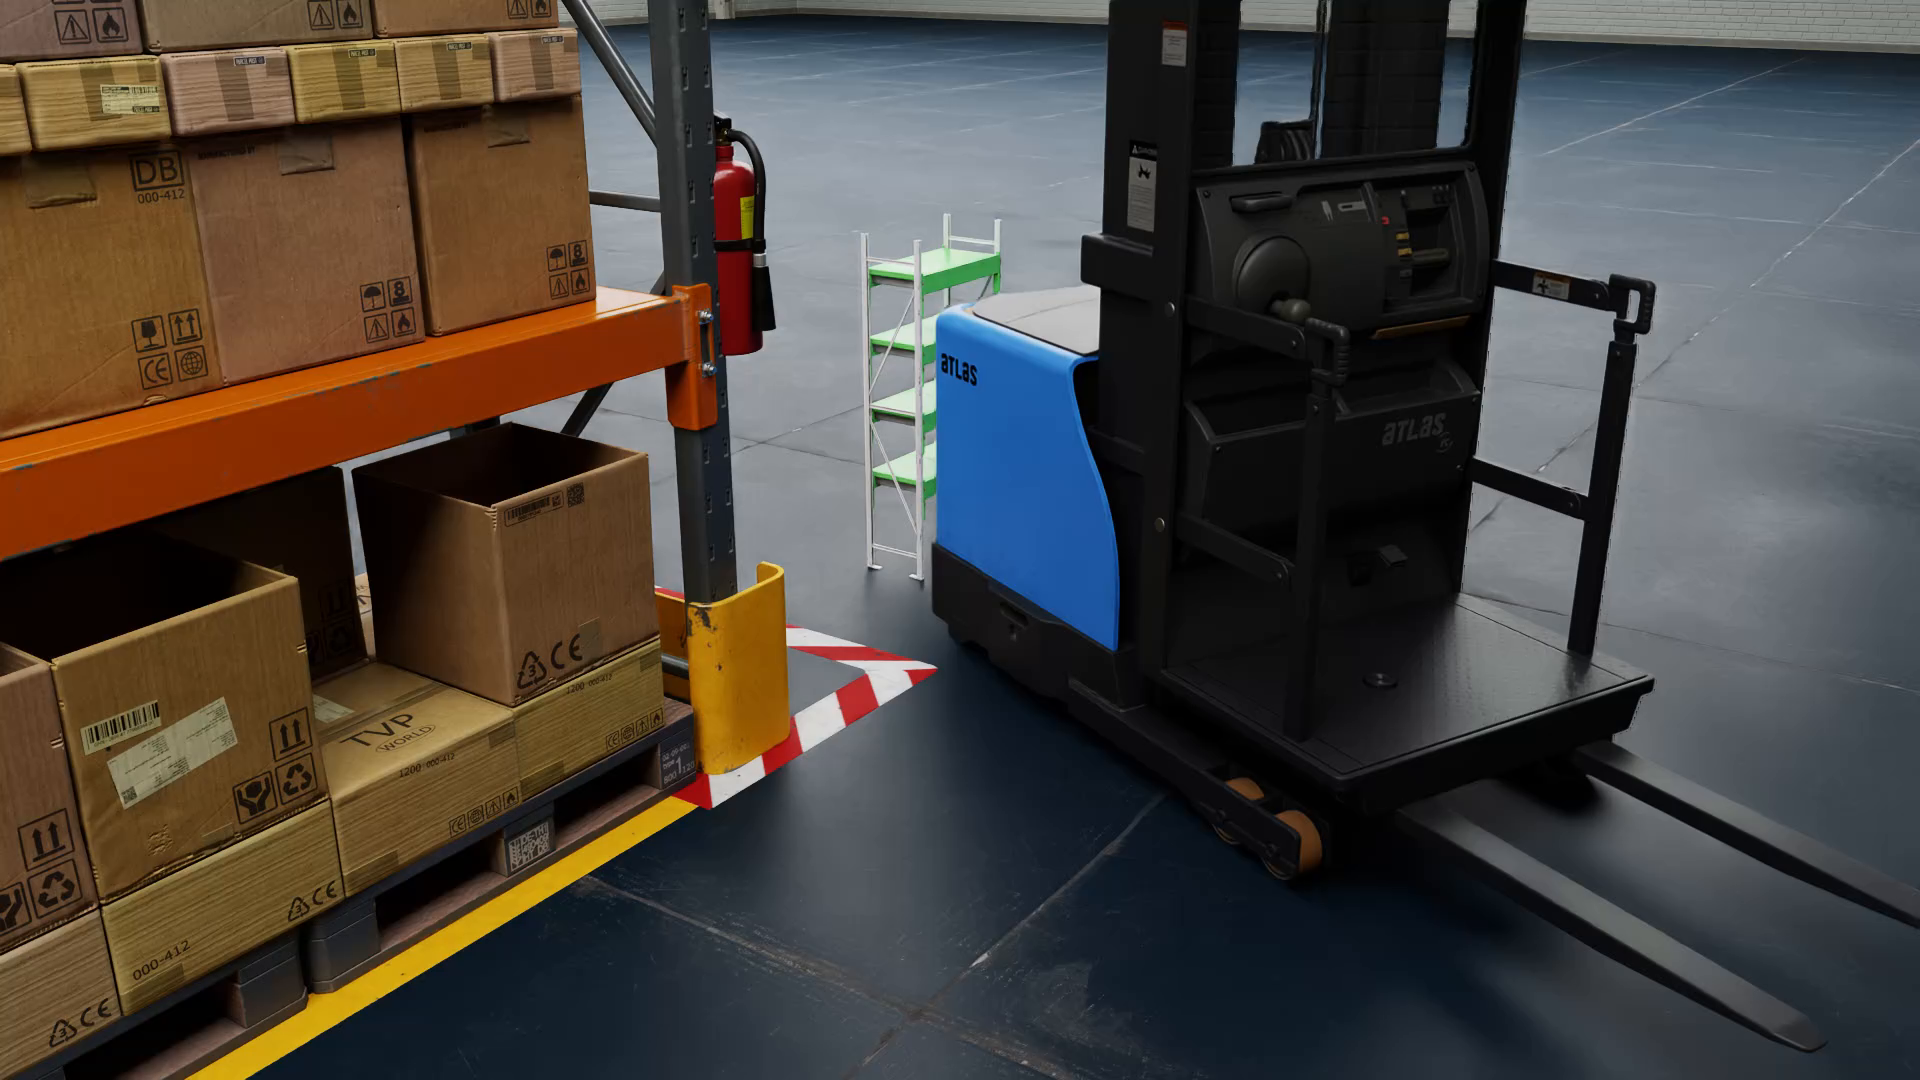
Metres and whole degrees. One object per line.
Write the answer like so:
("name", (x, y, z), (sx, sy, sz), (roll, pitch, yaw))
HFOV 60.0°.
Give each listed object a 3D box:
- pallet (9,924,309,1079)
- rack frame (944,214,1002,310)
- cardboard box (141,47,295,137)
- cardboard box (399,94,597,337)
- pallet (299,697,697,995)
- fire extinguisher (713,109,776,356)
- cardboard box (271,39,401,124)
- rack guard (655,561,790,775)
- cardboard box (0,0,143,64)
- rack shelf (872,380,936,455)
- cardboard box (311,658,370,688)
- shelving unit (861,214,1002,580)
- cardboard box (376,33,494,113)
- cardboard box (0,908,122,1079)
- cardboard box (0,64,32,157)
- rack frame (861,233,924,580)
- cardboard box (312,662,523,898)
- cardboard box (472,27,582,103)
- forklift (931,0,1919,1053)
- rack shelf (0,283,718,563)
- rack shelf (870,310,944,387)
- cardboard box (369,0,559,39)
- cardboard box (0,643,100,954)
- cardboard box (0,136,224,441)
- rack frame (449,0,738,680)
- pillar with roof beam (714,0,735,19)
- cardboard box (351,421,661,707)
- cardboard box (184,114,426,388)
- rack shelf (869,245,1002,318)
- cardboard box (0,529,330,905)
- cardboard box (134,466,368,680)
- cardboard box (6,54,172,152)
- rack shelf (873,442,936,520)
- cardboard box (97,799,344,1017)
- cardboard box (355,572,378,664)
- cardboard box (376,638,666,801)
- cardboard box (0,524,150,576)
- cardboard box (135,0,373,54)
("pallet", (-2.136, 0.970, 3.337), (1.003, 0.211, 1.213), (13, 24, 32))
("rack frame", (0.044, -0.585, 6.118), (0.240, 1.200, 0.015), (13, 24, 32))
("cardboard box", (-1.544, -0.897, 3.288), (0.380, 0.149, 0.250), (14, 24, 33))
("cardboard box", (-1.327, -0.829, 4.039), (0.700, 0.500, 0.500), (13, 24, 32))
("pallet", (-1.449, 0.622, 4.280), (1.003, 0.211, 1.213), (13, 24, 32))
("fire extinguisher", (-0.603, -0.821, 4.272), (0.296, 0.674, 0.183), (13, 24, 32))
("cardboard box", (-1.401, -0.969, 3.482), (0.380, 0.149, 0.250), (13, 24, 31))
("rack guard", (-1.041, 0.252, 4.864), (1.175, 0.500, 0.348), (13, 24, 32))
("cardboard box", (-1.931, -1.126, 2.970), (0.700, 0.500, 0.500), (13, 24, 32))
("rack shelf", (-0.093, -0.455, 5.951), (0.258, 0.148, 0.480), (13, 24, 32))
("cardboard box", (-1.818, 0.434, 4.127), (0.500, 0.250, 0.500), (13, 24, 32))
("shelving unit", (-0.093, -0.515, 5.928), (0.258, 1.200, 0.503), (13, 24, 32))
("cardboard box", (-1.257, -1.043, 3.681), (0.380, 0.149, 0.250), (14, 24, 33))
("cardboard box", (-1.944, 0.823, 3.074), (0.500, 0.250, 0.500), (13, 24, 32))
("cardboard box", (-1.838, -0.746, 2.879), (0.380, 0.149, 0.250), (14, 25, 33))
("rack frame", (-0.230, -0.445, 5.739), (0.240, 1.200, 0.015), (13, 24, 32))
("cardboard box", (-1.382, 0.536, 3.850), (0.500, 0.250, 0.500), (13, 24, 32))
("cardboard box", (-1.111, -1.118, 3.885), (0.380, 0.149, 0.250), (13, 24, 31))
("forklift", (1.089, -0.733, 4.021), (1.130, 2.935, 3.031), (-12, 23, -28))
("rack shelf", (-2.178, -0.002, 2.985), (1.077, 0.370, 4.000), (13, 24, 32))
("rack shelf", (-0.093, -0.680, 5.867), (0.258, 0.148, 0.480), (13, 24, 32))
("cardboard box", (-1.357, -1.422, 3.772), (0.700, 0.500, 0.500), (13, 24, 32))
("cardboard box", (-1.942, 0.472, 2.942), (0.500, 0.500, 0.500), (13, 24, 32))
("cardboard box", (-1.902, -0.536, 3.247), (0.700, 0.500, 0.500), (13, 24, 32))
("rack frame", (-1.054, -0.914, 4.411), (1.000, 3.000, 0.127), (13, 24, 32))
("pillar with roof beam", (-2.260, -16.304, 37.371), (9.100, 9.000, 0.400), (13, 24, 32))
("cardboard box", (-1.109, 0.039, 4.113), (0.500, 0.500, 0.500), (13, 24, 32))
("cardboard box", (-1.618, -0.678, 3.629), (0.700, 0.500, 0.500), (14, 24, 33))
("rack shelf", (-0.093, -0.906, 5.784), (0.258, 0.148, 0.480), (13, 24, 32))
("cardboard box", (-1.659, 0.329, 3.329), (0.500, 0.500, 0.500), (13, 24, 32))
("cardboard box", (-1.819, 0.082, 3.998), (0.500, 0.500, 0.500), (13, 24, 32))
("cardboard box", (-1.691, -0.822, 3.085), (0.380, 0.149, 0.250), (14, 25, 33))
("rack shelf", (-0.093, -0.230, 6.034), (0.258, 0.148, 0.480), (13, 24, 32))
("cardboard box", (-1.662, 0.680, 3.461), (0.500, 0.250, 0.500), (13, 24, 32))
("cardboard box", (-1.540, 0.289, 4.517), (0.500, 0.250, 0.500), (13, 24, 32))
("cardboard box", (-1.111, 0.390, 4.244), (0.500, 0.250, 0.500), (13, 24, 32))
("cardboard box", (-2.089, 0.228, 3.603), (0.500, 0.500, 0.500), (13, 24, 32))
("cardboard box", (-1.648, -1.270, 3.362), (0.700, 0.500, 0.500), (13, 24, 30))
